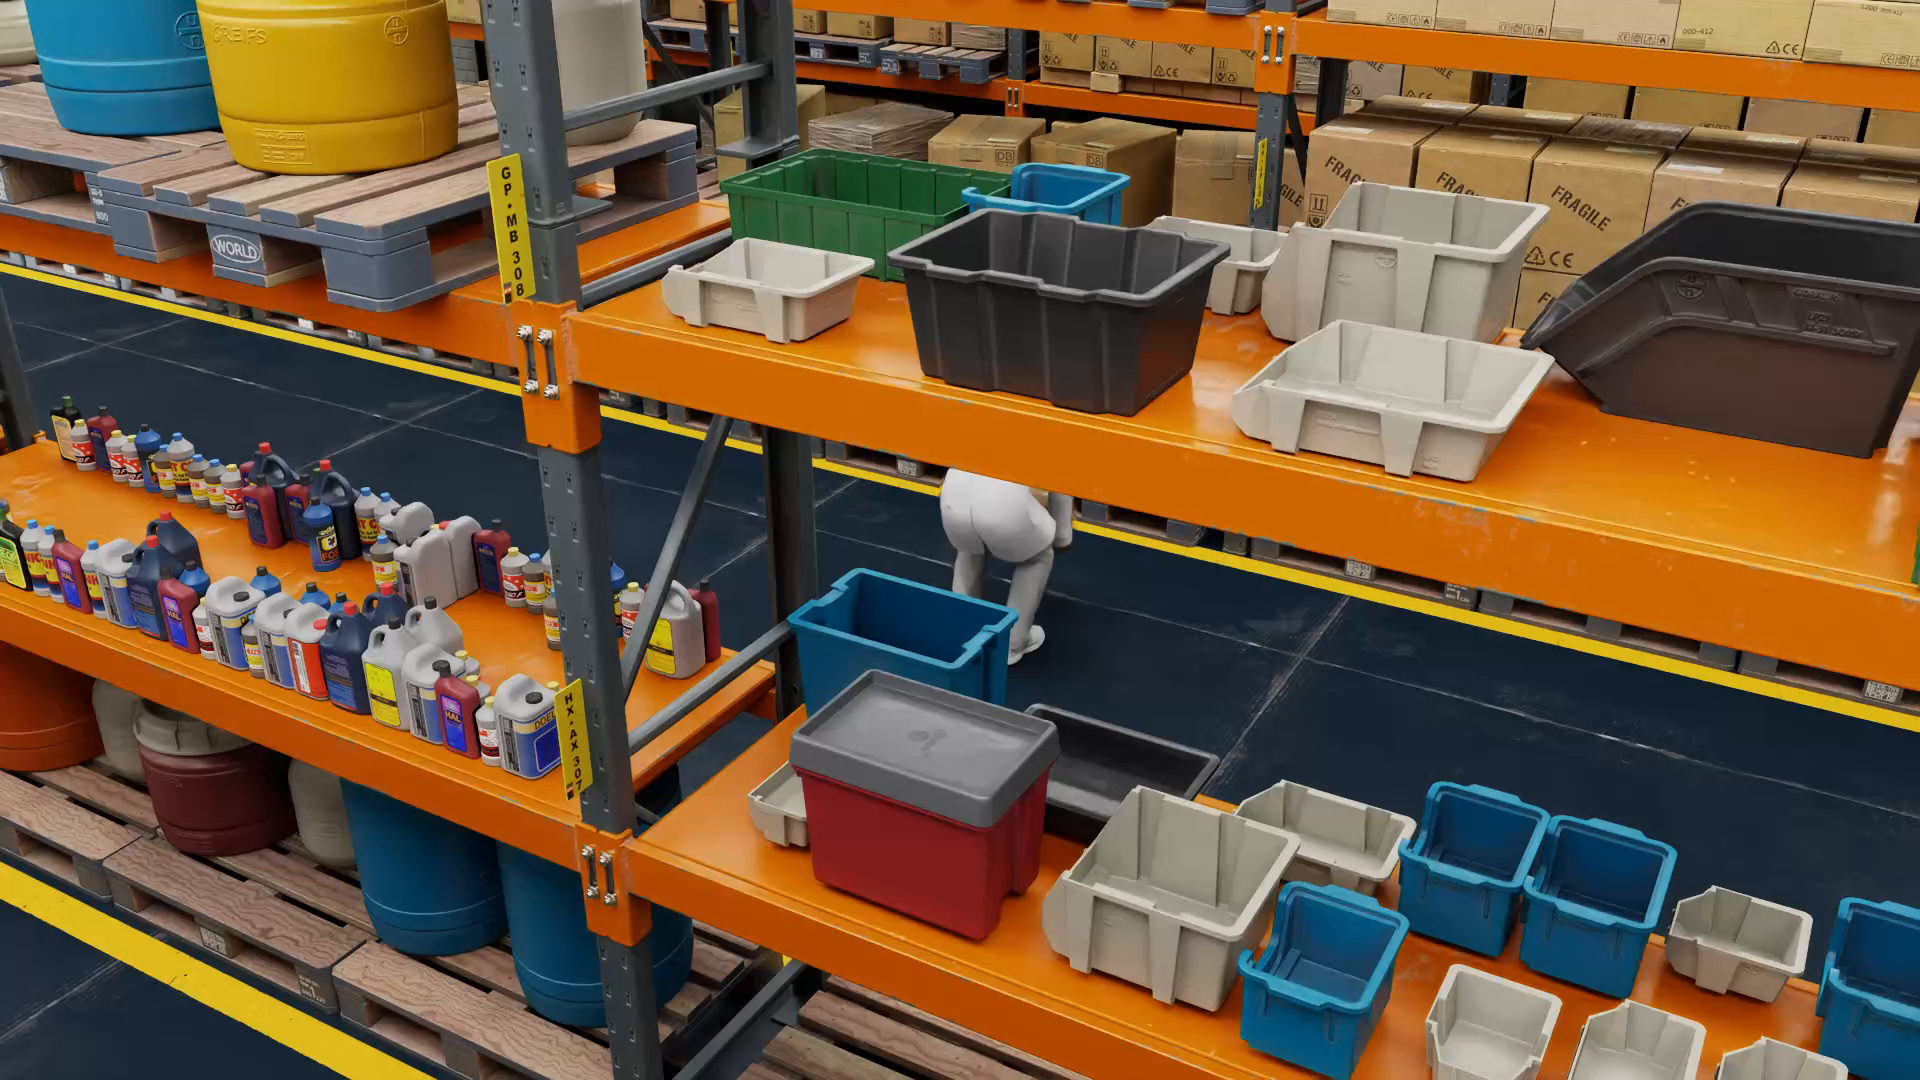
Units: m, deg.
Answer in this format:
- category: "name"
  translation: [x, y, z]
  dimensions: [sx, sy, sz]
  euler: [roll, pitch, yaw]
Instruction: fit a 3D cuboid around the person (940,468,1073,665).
- category: "person"
  translation: [0.253, -0.093, 7.939]
  dimensions: [0.572, 1.233, 0.922]
  euler: [13, 29, 24]
